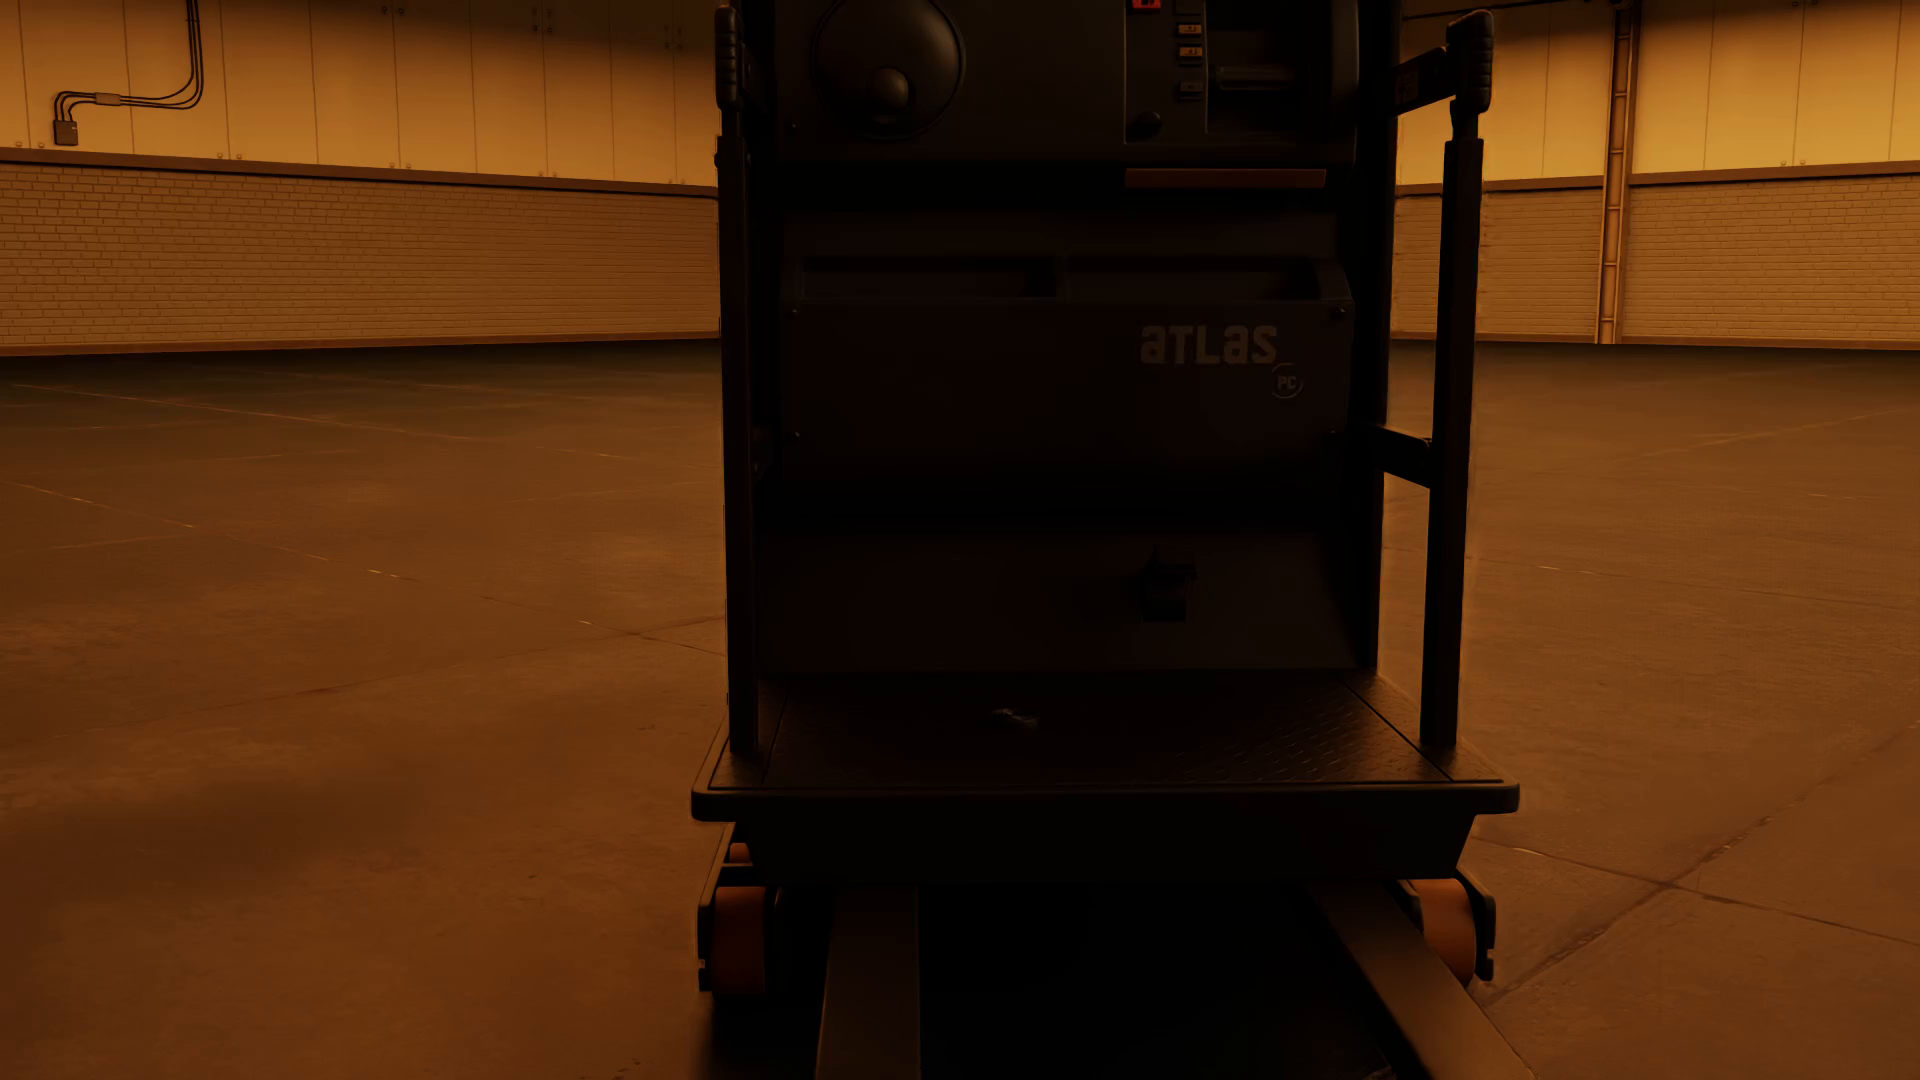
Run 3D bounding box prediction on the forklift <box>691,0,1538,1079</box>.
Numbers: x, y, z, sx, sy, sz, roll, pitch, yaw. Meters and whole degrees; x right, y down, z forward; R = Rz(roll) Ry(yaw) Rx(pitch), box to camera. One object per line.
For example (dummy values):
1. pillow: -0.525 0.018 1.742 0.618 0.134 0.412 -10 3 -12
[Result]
1. forklift: 0.180 -0.841 2.461 1.130 2.935 3.031 0 9 -2
